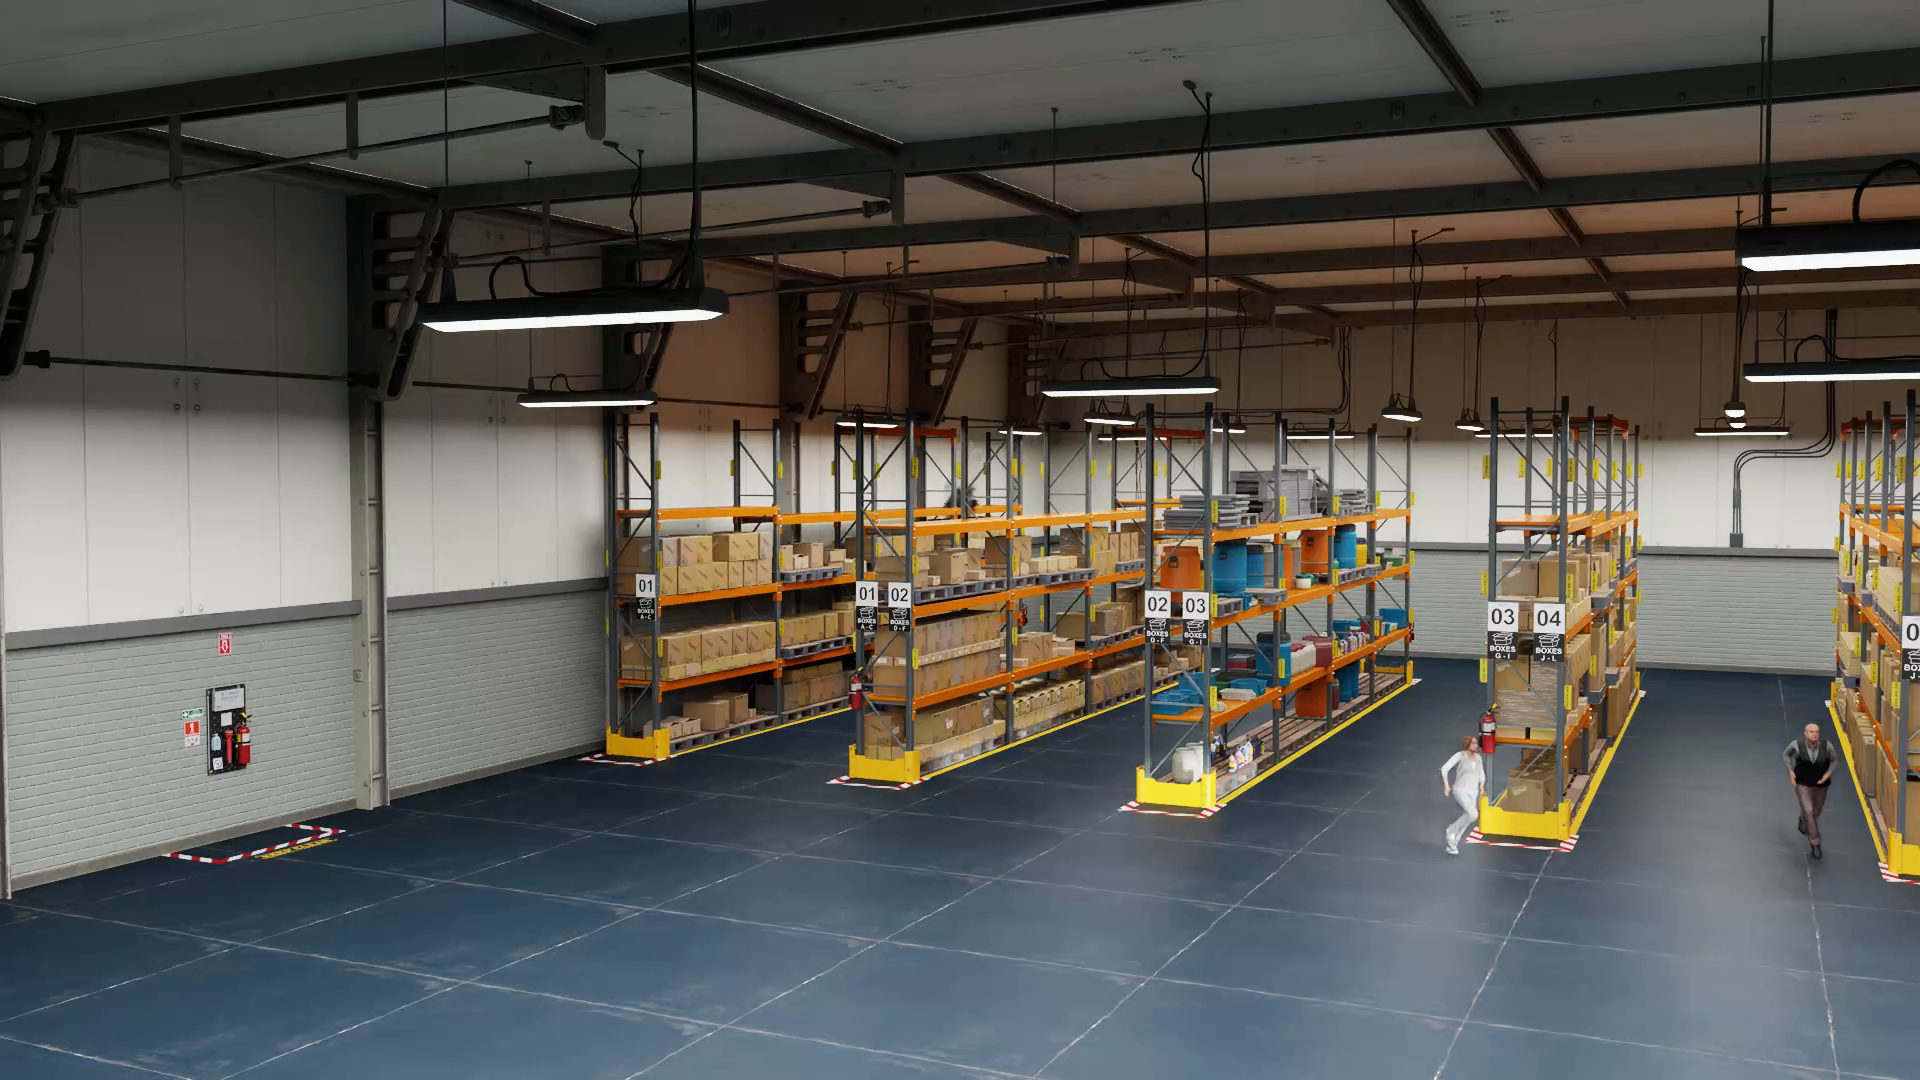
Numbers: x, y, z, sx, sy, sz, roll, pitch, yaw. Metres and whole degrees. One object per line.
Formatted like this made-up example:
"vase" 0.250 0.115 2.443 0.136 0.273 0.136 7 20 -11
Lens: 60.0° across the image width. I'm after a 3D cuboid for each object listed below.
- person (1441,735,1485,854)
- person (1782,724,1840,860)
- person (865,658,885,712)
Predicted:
"person" 6.630 3.320 21.675 0.554 1.532 0.521 -1 3 -22
"person" 11.168 3.238 21.840 0.660 1.707 1.047 1 2 14
"person" -1.542 2.842 32.209 0.616 1.609 0.679 0 2 10
